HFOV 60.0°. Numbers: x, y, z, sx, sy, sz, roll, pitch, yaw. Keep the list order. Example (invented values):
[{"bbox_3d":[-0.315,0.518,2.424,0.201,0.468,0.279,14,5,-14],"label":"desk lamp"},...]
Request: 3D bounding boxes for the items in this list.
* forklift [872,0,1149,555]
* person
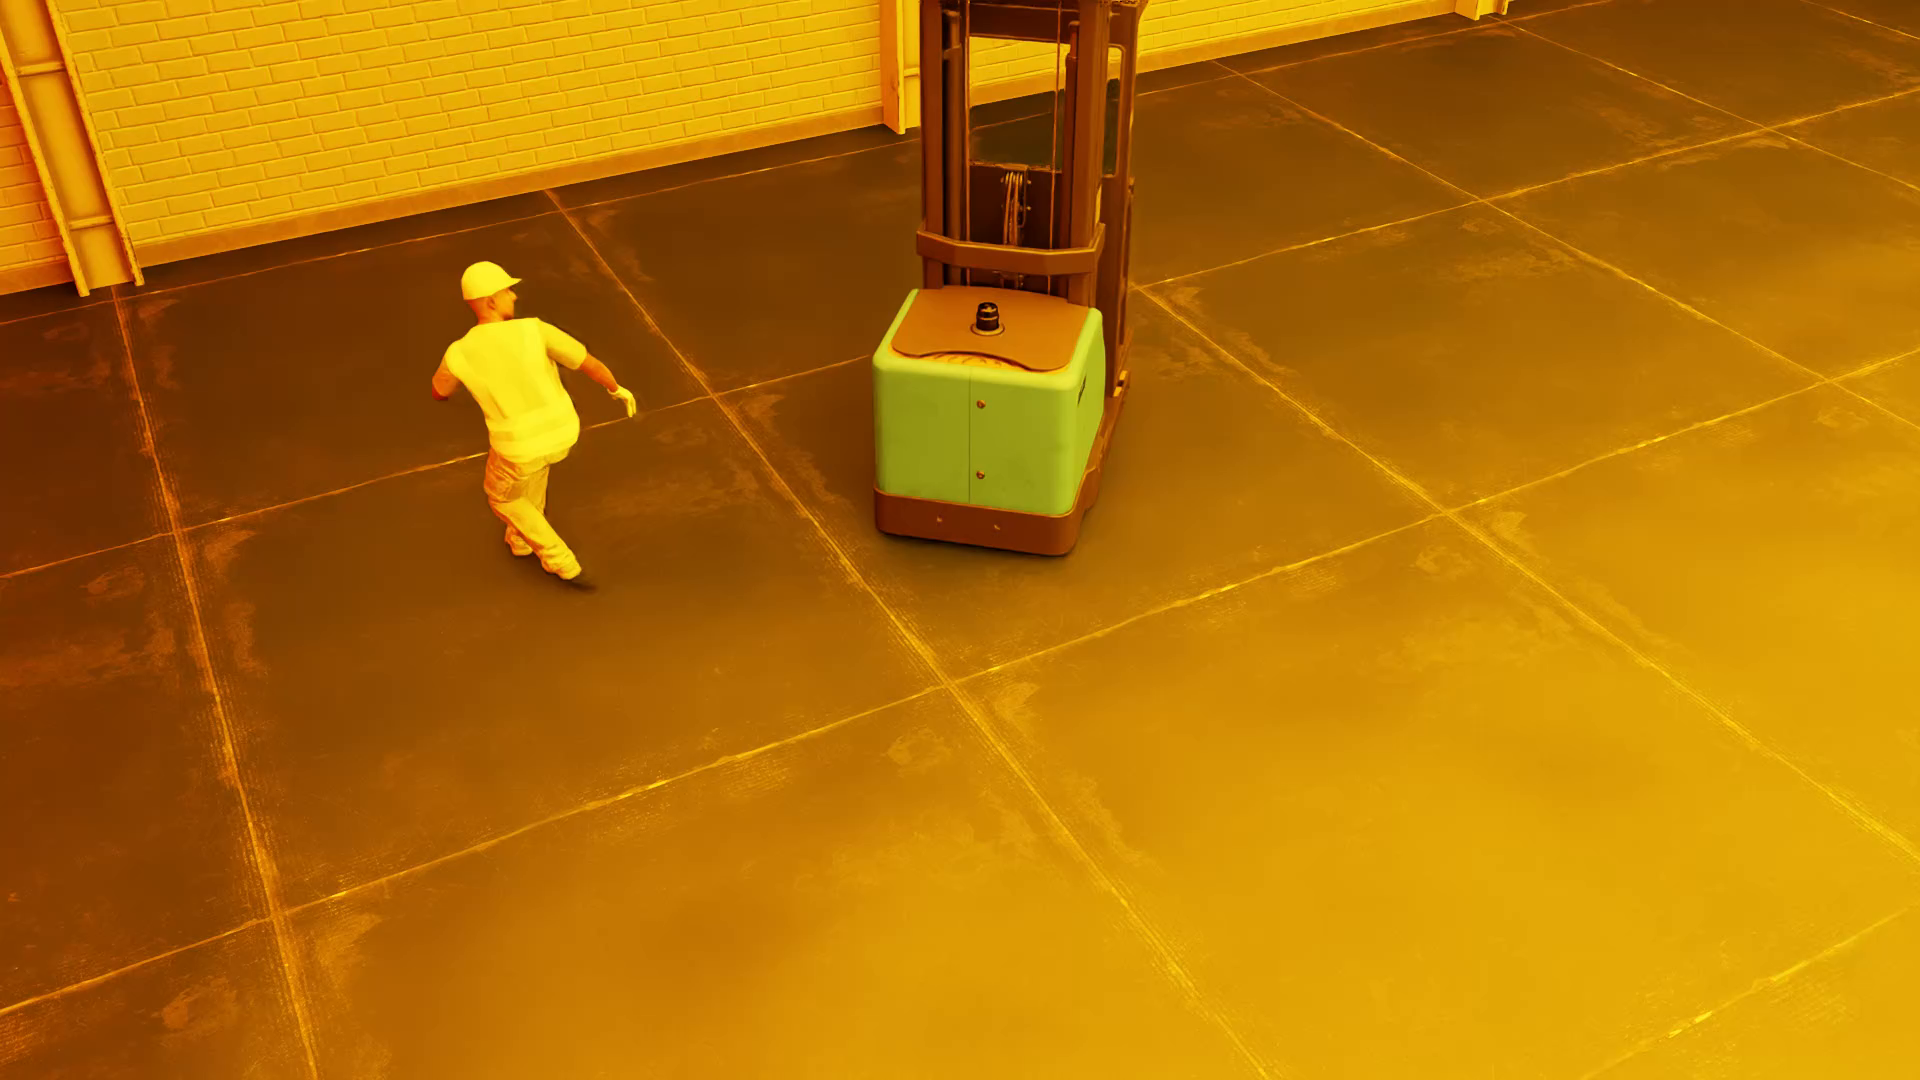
[{"bbox_3d":[0.393,-1.967,8.905,1.130,2.935,3.031,8,36,11],"label":"forklift"},{"bbox_3d":[-2.082,-0.626,8.139,0.905,1.642,0.863,-18,39,-23],"label":"person"}]
